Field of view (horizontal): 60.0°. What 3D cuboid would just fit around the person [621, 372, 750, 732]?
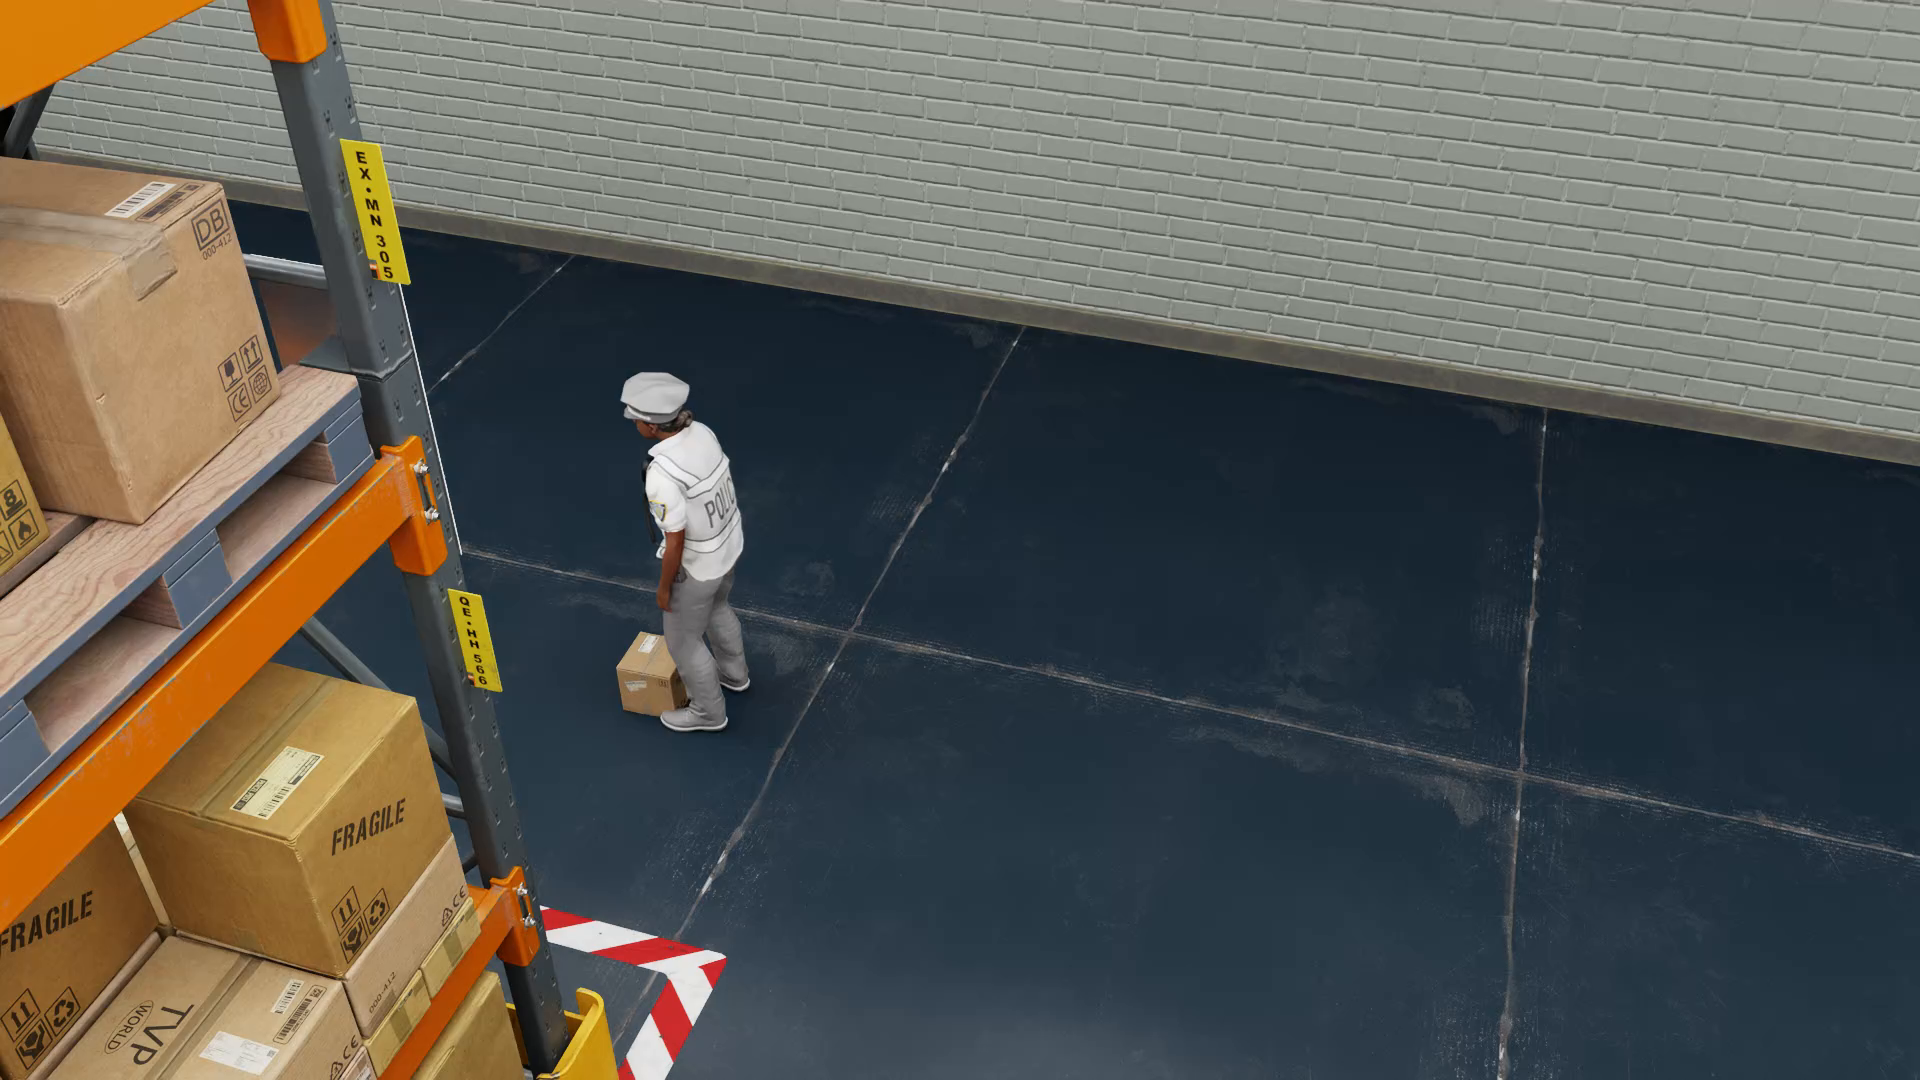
[{"bbox_3d":[-1.092,0.069,6.800,0.394,1.659,0.504,11,39,14],"label":"person"}]
